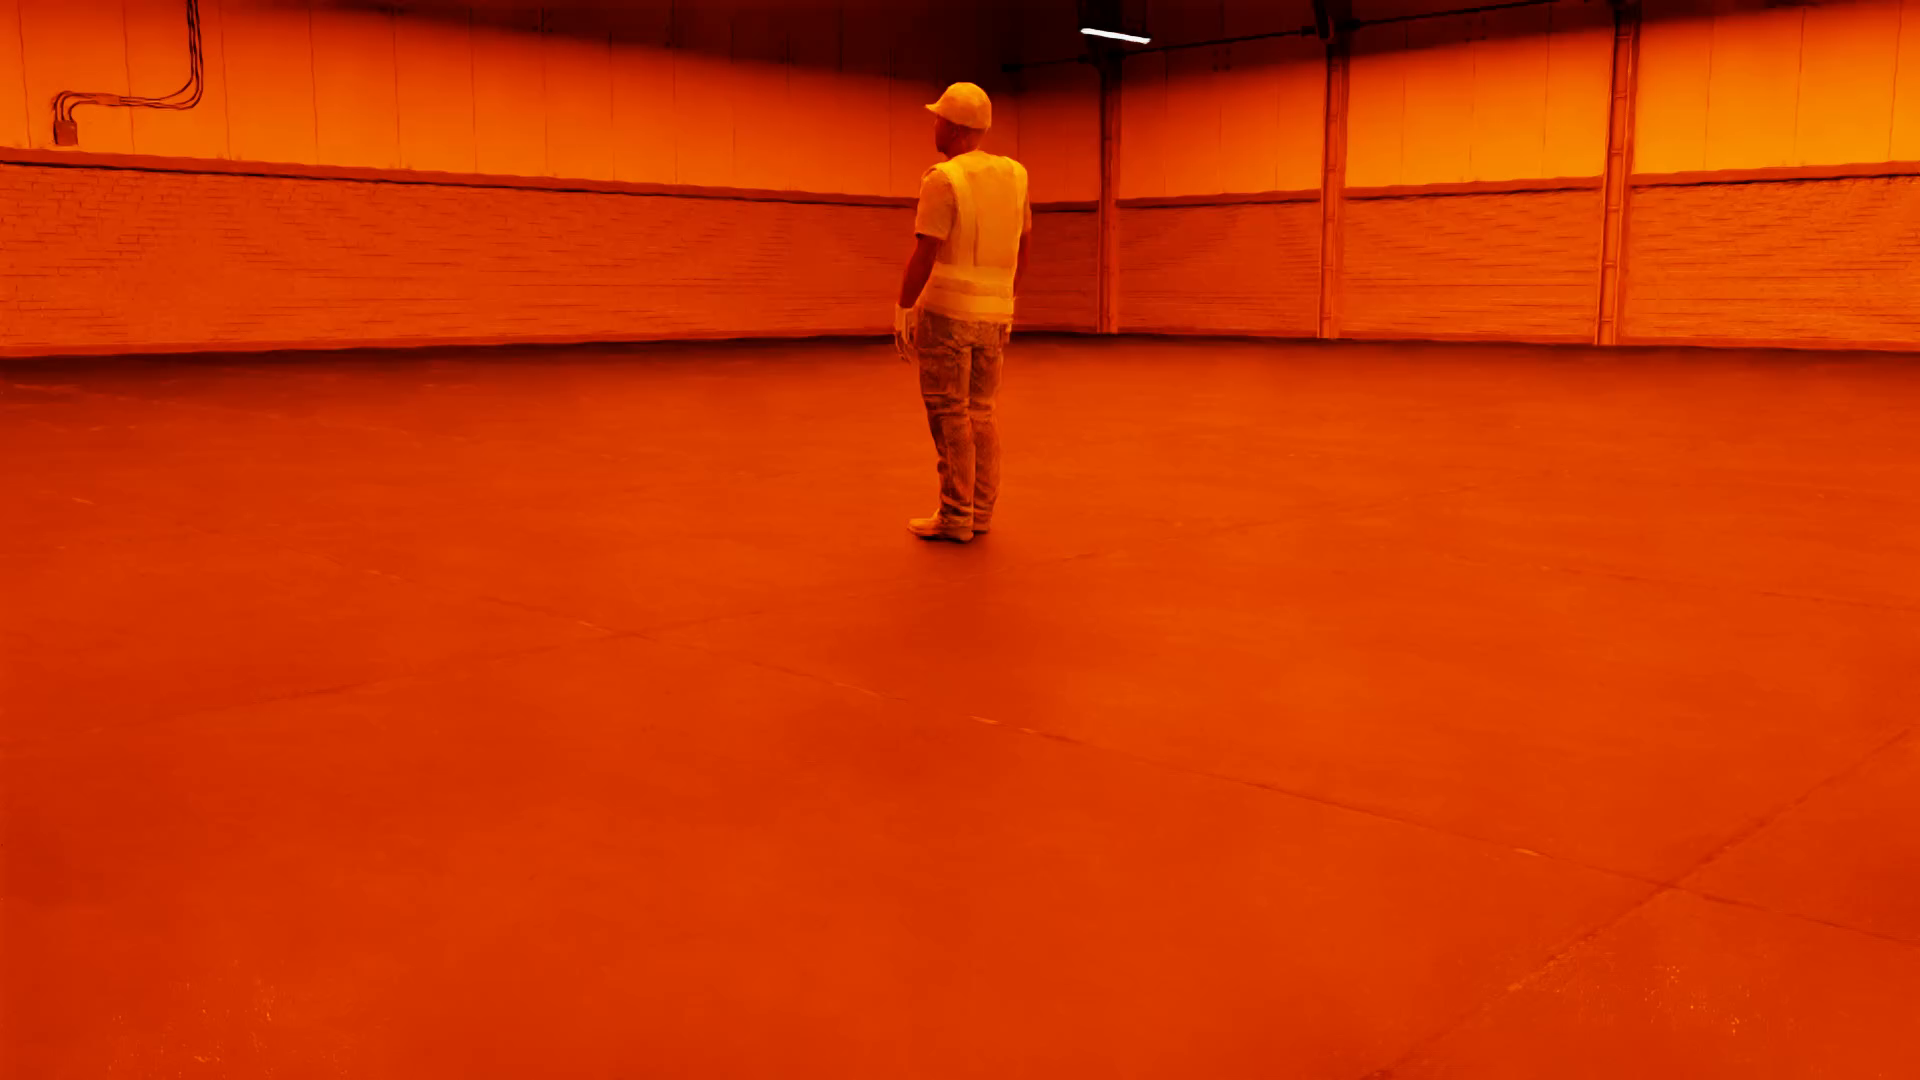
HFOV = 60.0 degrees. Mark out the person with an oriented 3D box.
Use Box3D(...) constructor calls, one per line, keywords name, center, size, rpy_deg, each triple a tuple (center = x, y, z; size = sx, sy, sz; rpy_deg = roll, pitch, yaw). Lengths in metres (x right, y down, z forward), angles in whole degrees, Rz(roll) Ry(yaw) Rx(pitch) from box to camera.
Box3D(name="person", center=(-0.046, -0.897, 6.639), size=(0.576, 1.782, 0.655), rpy_deg=(8, 12, 43))
